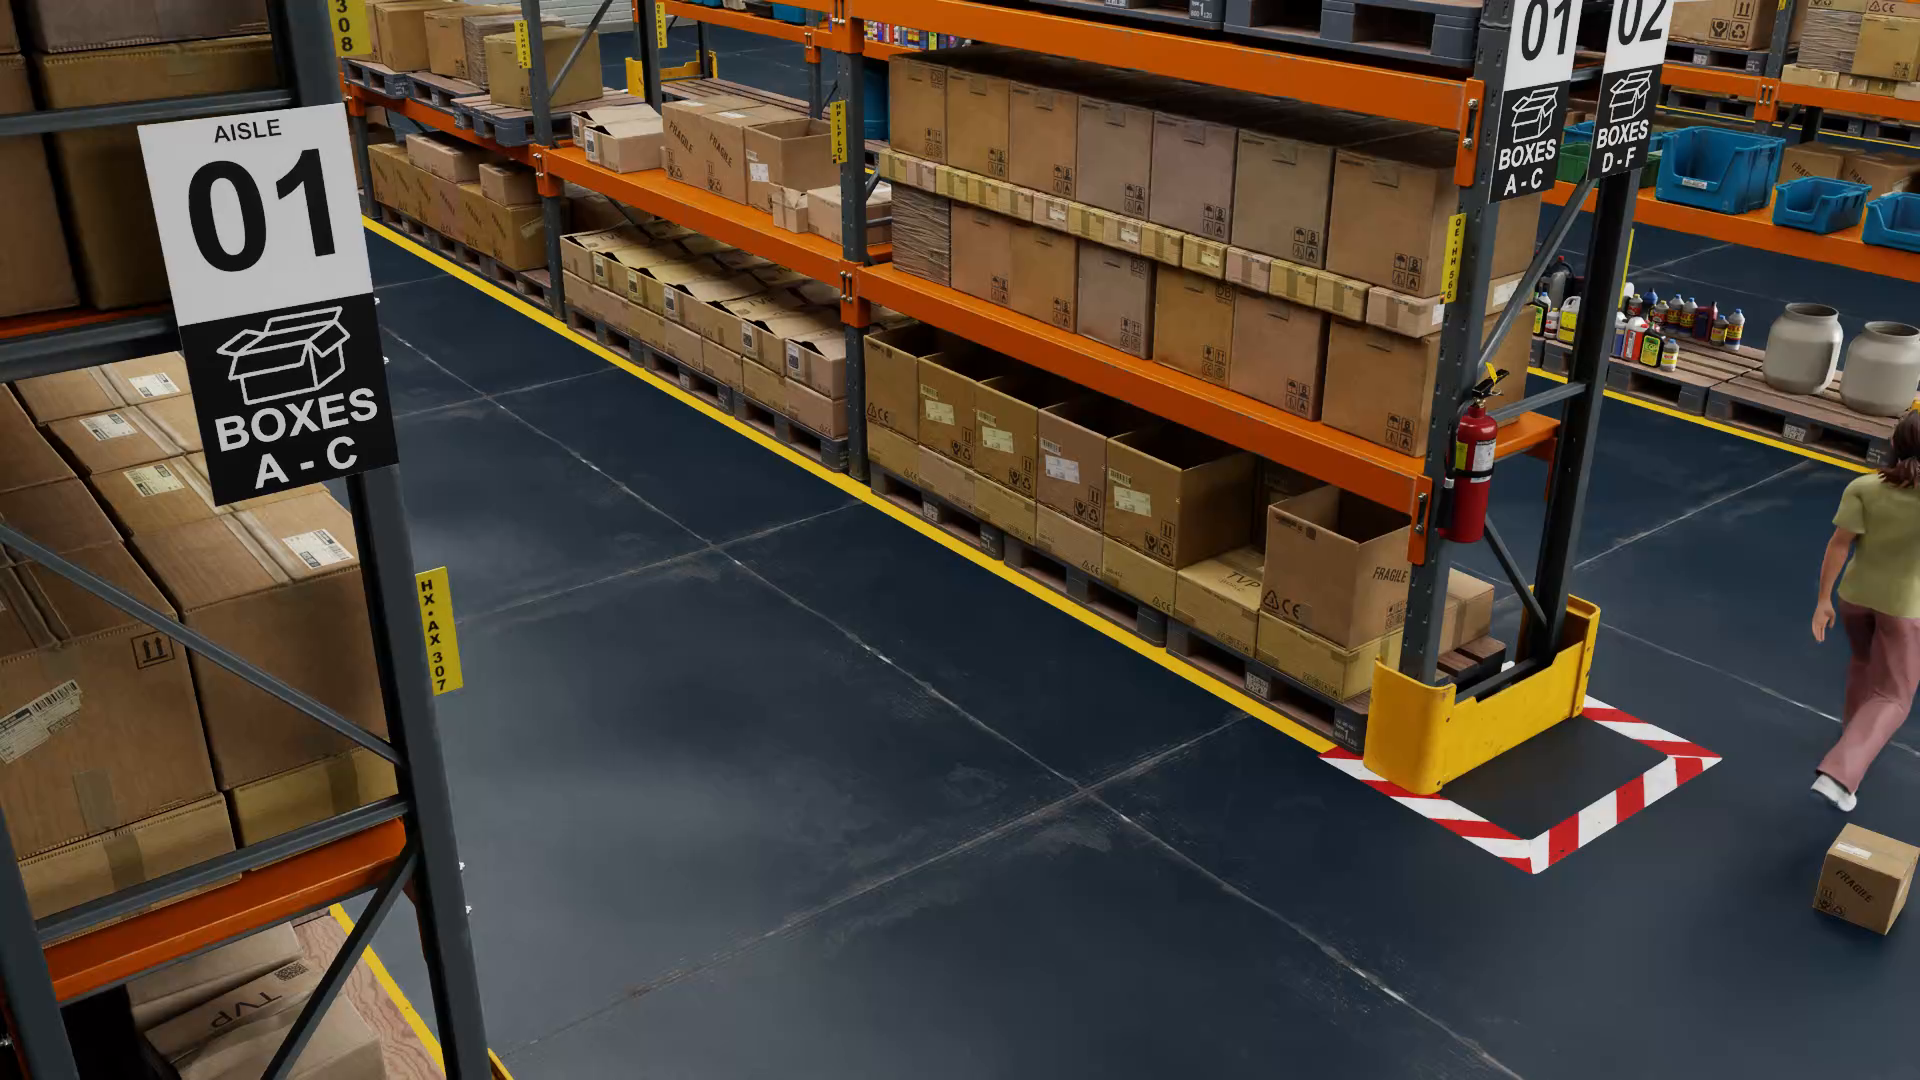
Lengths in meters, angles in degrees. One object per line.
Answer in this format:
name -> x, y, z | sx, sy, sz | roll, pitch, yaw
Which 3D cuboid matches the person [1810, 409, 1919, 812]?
person -> 3.613, 0.256, 6.522 | 0.991, 1.620, 0.436 | -19, 31, -36
